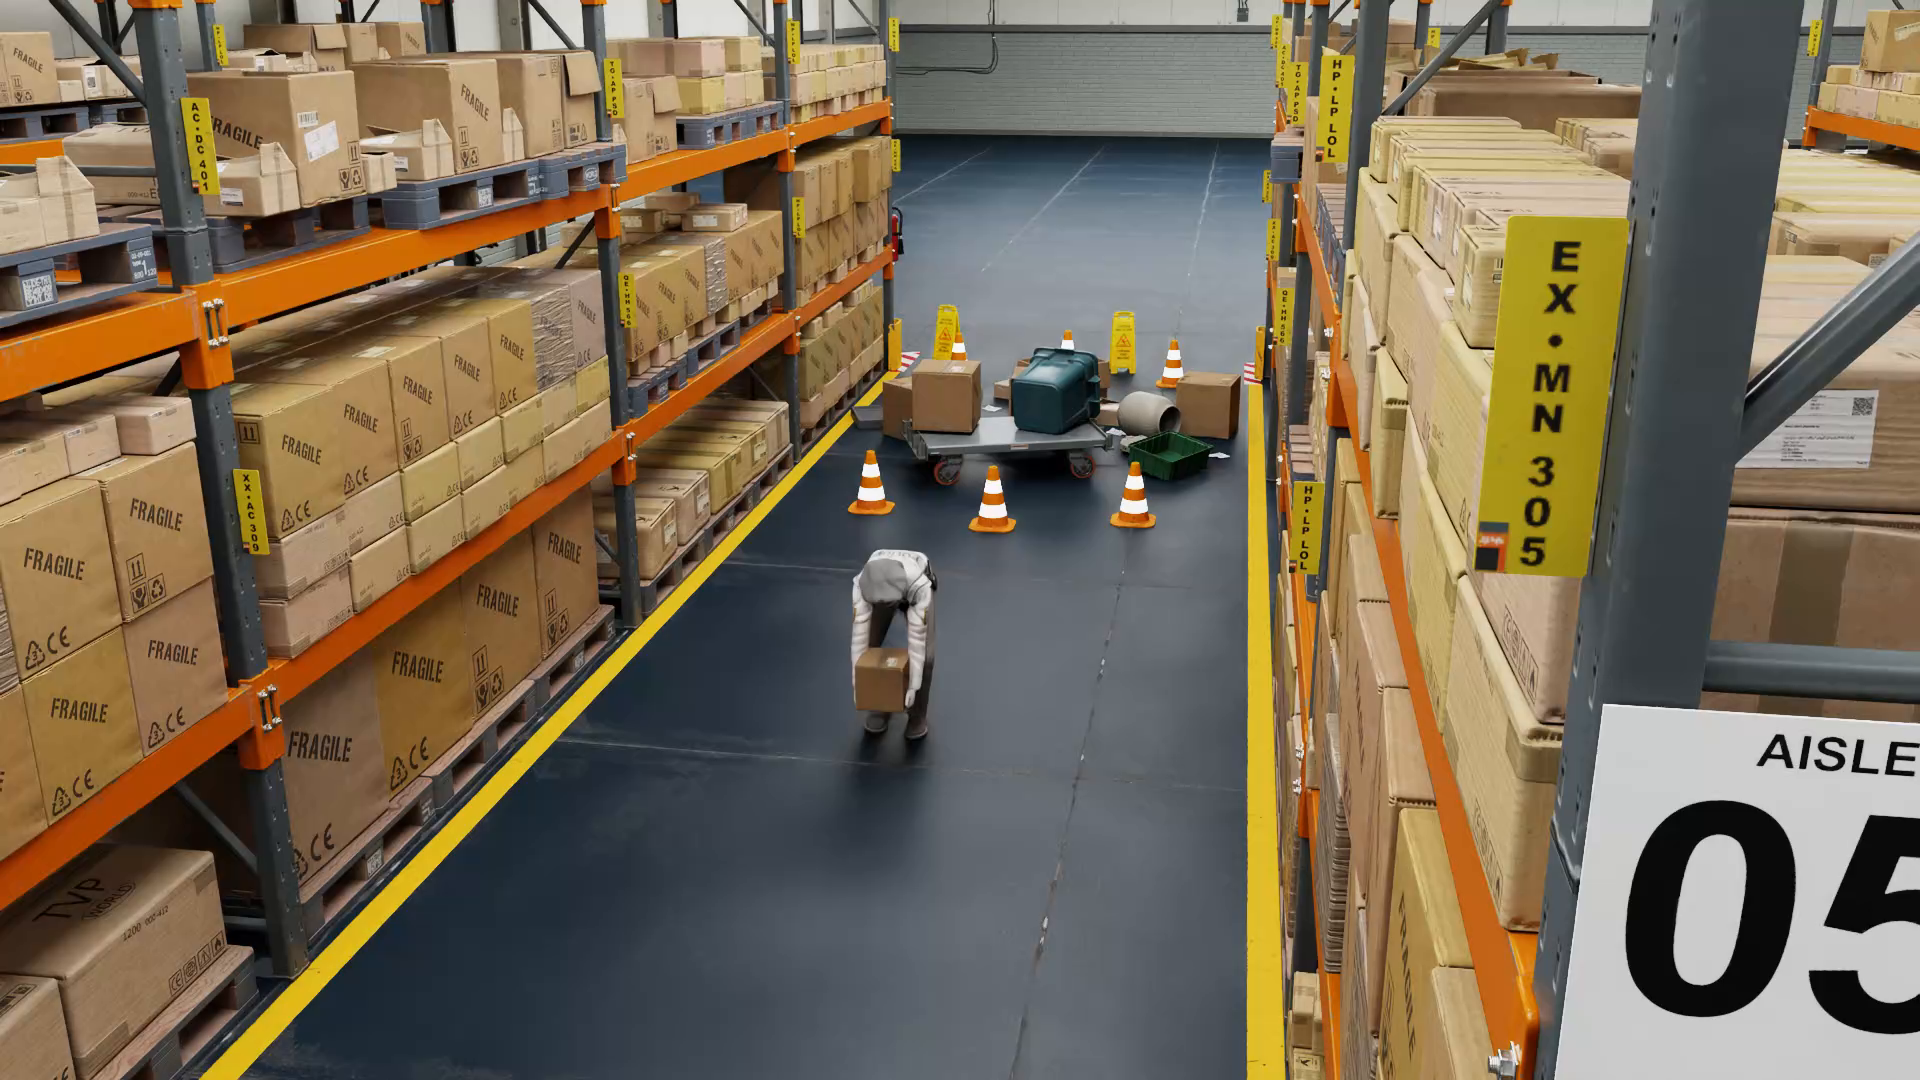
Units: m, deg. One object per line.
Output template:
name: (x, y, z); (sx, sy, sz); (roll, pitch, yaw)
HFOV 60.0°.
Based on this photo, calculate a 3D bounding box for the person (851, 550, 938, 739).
person: (-0.355, 0.541, 8.765); (0.439, 1.128, 0.916); (2, 18, 6)
